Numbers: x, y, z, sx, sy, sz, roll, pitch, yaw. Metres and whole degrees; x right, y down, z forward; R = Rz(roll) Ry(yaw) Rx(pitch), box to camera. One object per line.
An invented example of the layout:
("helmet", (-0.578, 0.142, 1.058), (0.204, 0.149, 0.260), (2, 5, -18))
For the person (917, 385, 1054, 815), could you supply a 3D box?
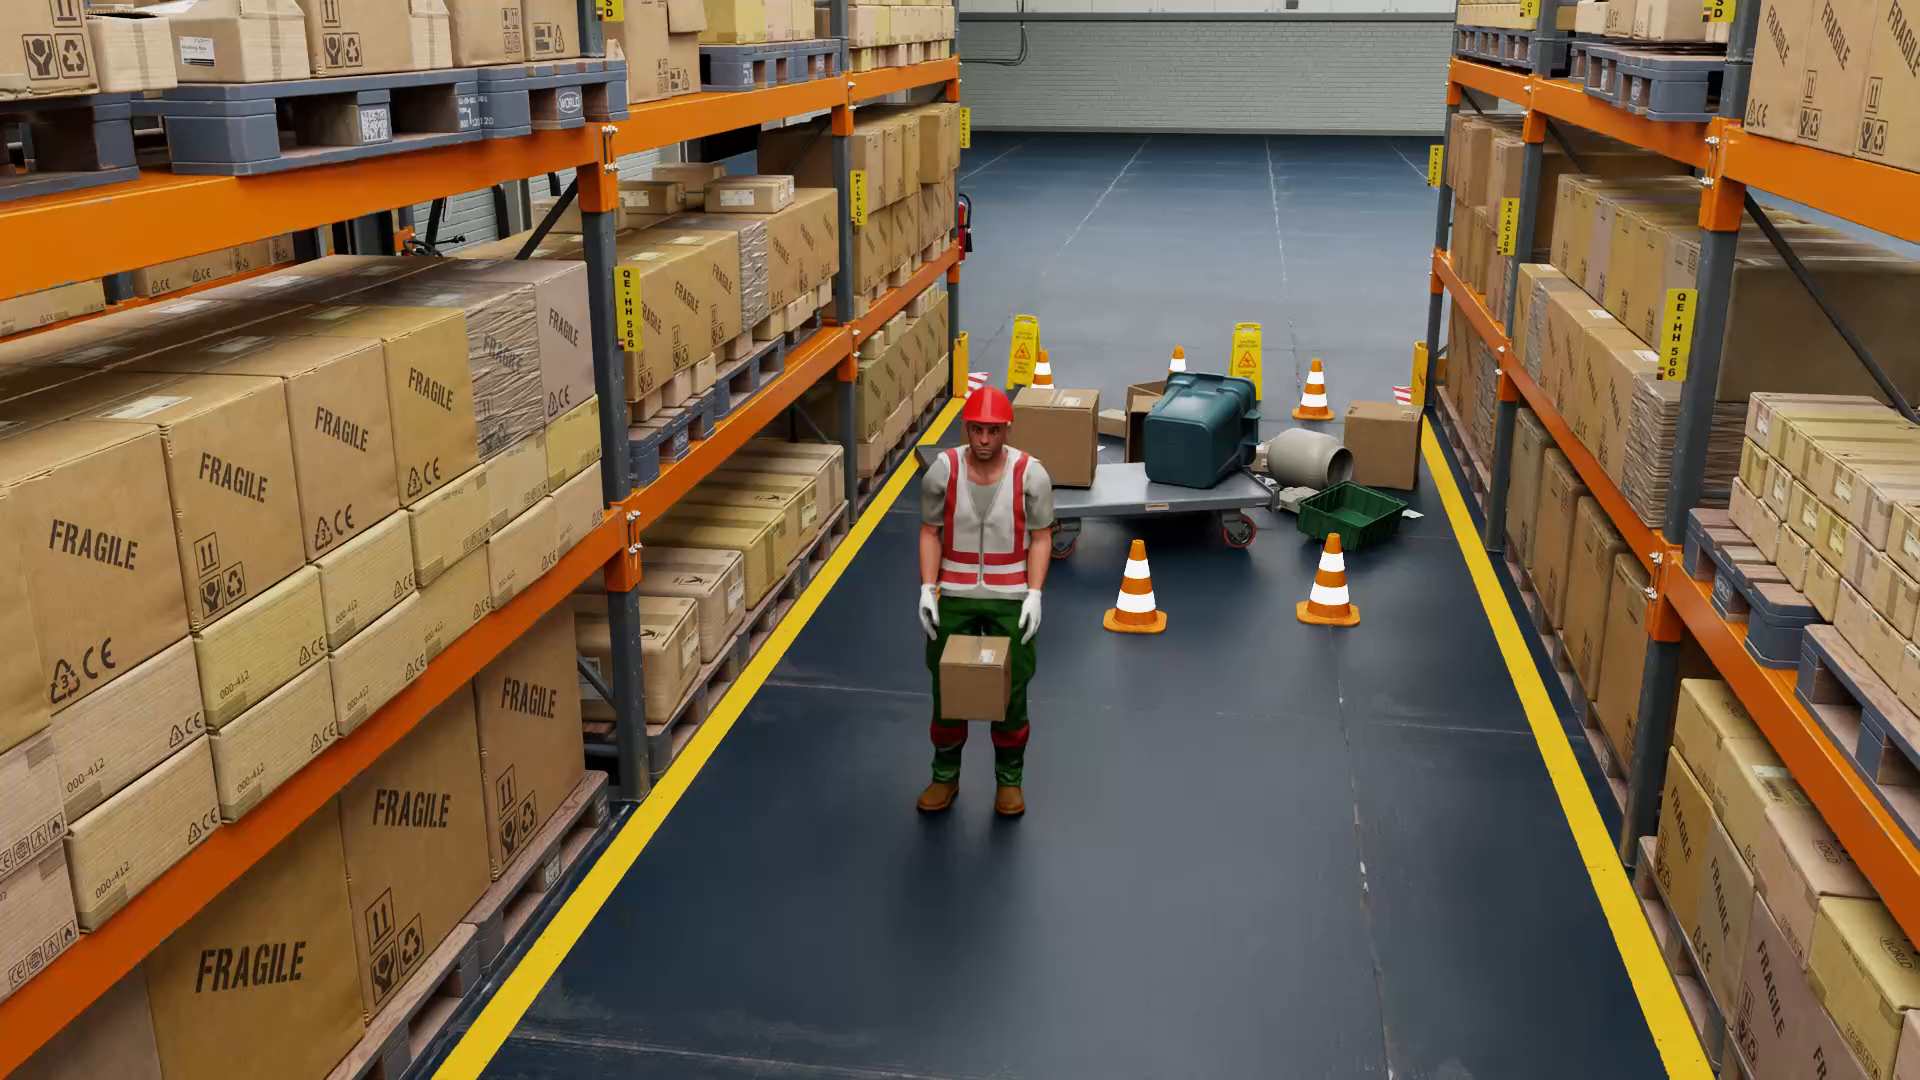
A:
("person", (0.101, 0.244, 6.750), (0.544, 1.788, 0.414), (2, 18, 7))
